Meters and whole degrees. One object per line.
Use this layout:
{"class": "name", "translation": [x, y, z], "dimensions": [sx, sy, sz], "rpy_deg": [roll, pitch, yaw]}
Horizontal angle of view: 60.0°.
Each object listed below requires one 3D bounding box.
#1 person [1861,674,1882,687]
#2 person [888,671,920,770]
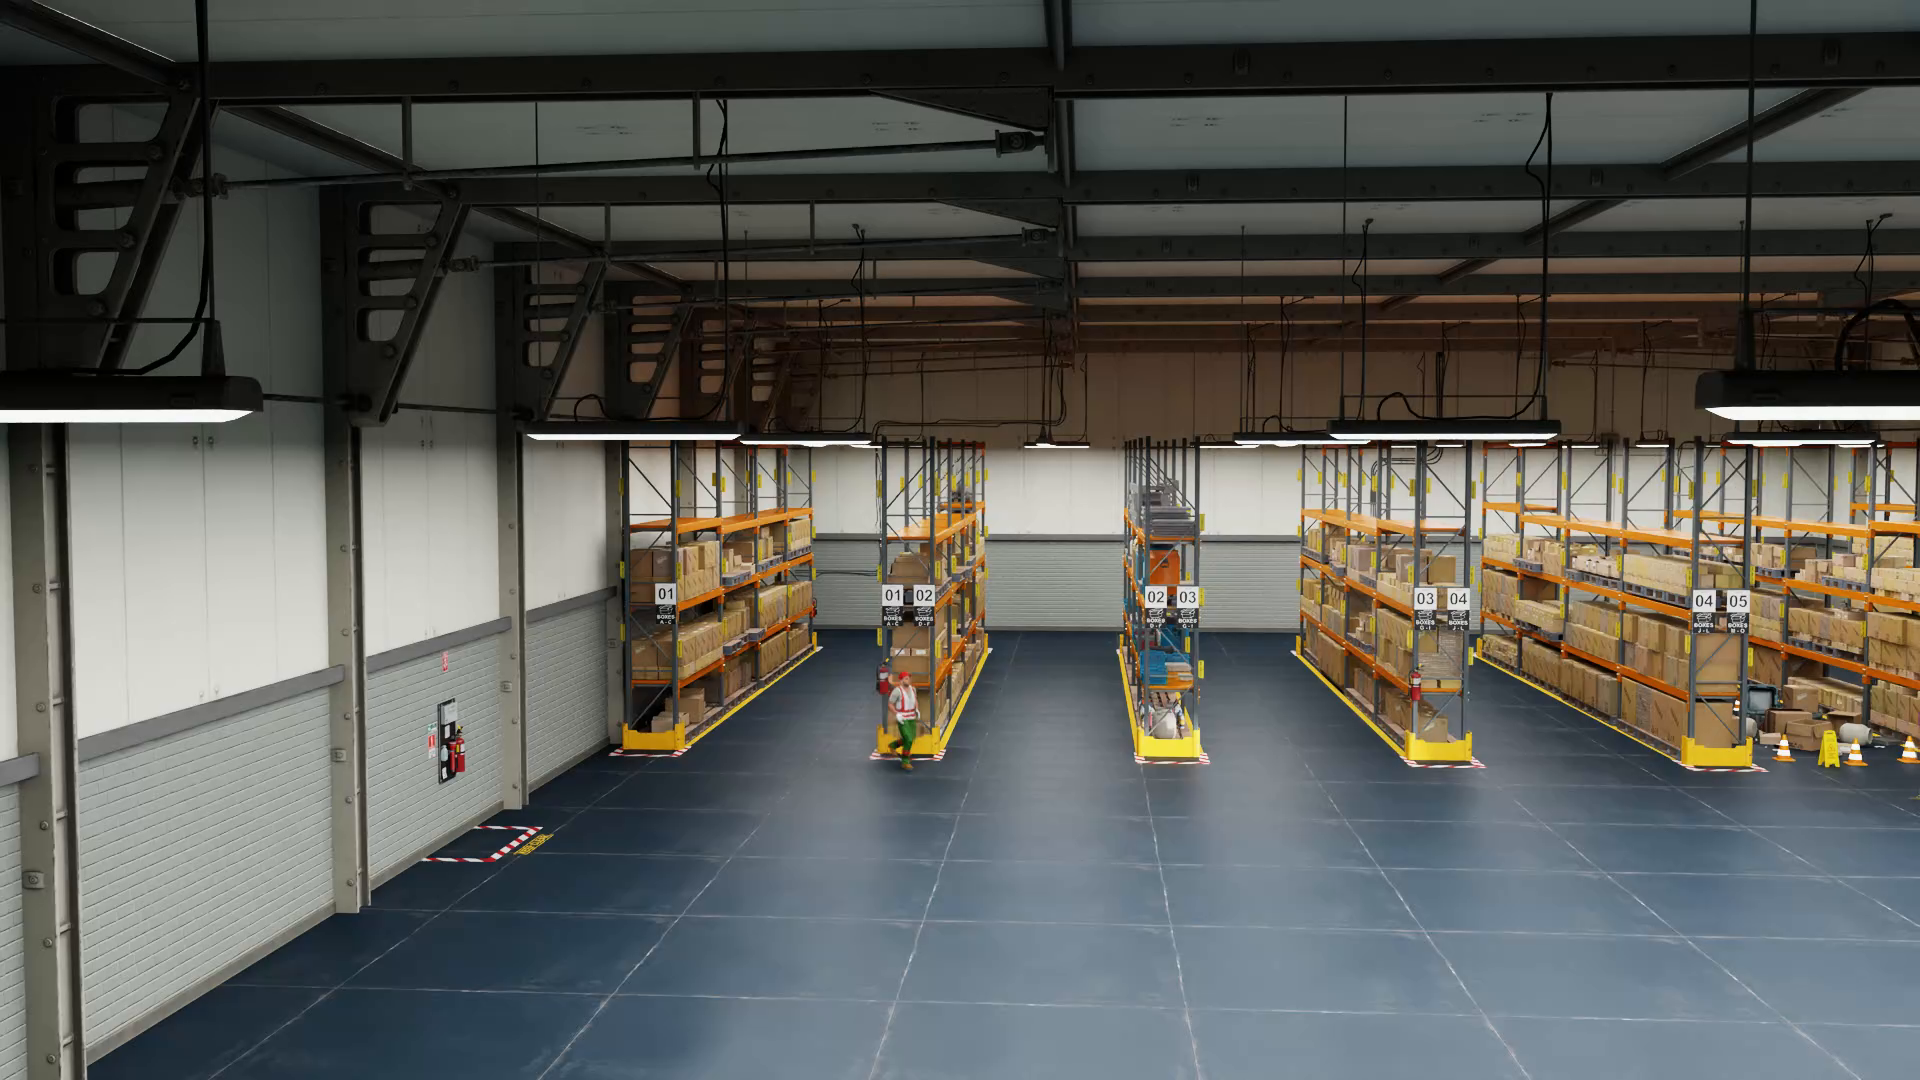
{"class": "person", "translation": [20.990, 2.871, 38.220], "dimensions": [0.619, 1.623, 0.830], "rpy_deg": [0, 3, -1]}
{"class": "person", "translation": [-1.060, 3.242, 30.105], "dimensions": [0.662, 1.776, 0.691], "rpy_deg": [-3, 4, -43]}
